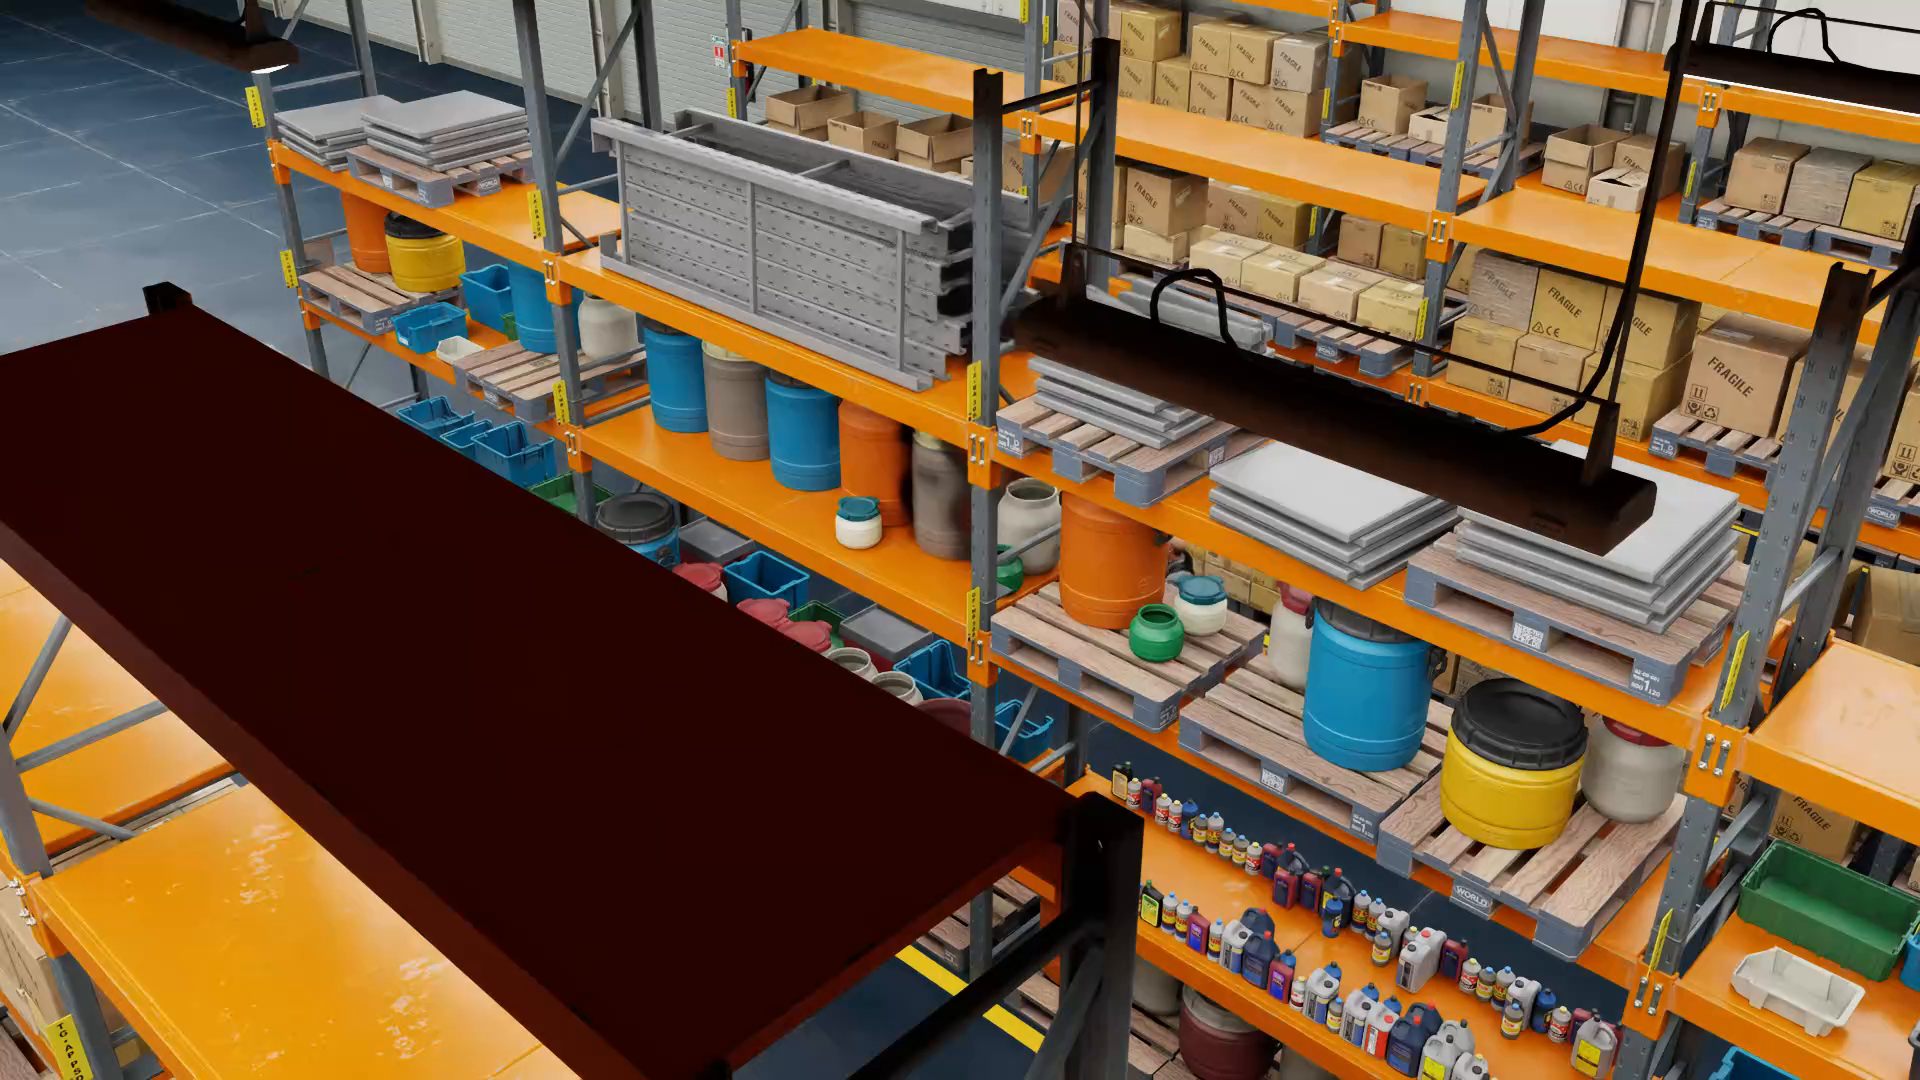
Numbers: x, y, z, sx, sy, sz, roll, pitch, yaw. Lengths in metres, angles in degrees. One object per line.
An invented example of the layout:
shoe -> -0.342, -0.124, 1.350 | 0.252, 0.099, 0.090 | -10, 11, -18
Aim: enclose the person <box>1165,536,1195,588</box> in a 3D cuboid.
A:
person -> 1.767, 0.708, 13.291 | 0.869, 1.700, 0.719 | 8, 30, 14
